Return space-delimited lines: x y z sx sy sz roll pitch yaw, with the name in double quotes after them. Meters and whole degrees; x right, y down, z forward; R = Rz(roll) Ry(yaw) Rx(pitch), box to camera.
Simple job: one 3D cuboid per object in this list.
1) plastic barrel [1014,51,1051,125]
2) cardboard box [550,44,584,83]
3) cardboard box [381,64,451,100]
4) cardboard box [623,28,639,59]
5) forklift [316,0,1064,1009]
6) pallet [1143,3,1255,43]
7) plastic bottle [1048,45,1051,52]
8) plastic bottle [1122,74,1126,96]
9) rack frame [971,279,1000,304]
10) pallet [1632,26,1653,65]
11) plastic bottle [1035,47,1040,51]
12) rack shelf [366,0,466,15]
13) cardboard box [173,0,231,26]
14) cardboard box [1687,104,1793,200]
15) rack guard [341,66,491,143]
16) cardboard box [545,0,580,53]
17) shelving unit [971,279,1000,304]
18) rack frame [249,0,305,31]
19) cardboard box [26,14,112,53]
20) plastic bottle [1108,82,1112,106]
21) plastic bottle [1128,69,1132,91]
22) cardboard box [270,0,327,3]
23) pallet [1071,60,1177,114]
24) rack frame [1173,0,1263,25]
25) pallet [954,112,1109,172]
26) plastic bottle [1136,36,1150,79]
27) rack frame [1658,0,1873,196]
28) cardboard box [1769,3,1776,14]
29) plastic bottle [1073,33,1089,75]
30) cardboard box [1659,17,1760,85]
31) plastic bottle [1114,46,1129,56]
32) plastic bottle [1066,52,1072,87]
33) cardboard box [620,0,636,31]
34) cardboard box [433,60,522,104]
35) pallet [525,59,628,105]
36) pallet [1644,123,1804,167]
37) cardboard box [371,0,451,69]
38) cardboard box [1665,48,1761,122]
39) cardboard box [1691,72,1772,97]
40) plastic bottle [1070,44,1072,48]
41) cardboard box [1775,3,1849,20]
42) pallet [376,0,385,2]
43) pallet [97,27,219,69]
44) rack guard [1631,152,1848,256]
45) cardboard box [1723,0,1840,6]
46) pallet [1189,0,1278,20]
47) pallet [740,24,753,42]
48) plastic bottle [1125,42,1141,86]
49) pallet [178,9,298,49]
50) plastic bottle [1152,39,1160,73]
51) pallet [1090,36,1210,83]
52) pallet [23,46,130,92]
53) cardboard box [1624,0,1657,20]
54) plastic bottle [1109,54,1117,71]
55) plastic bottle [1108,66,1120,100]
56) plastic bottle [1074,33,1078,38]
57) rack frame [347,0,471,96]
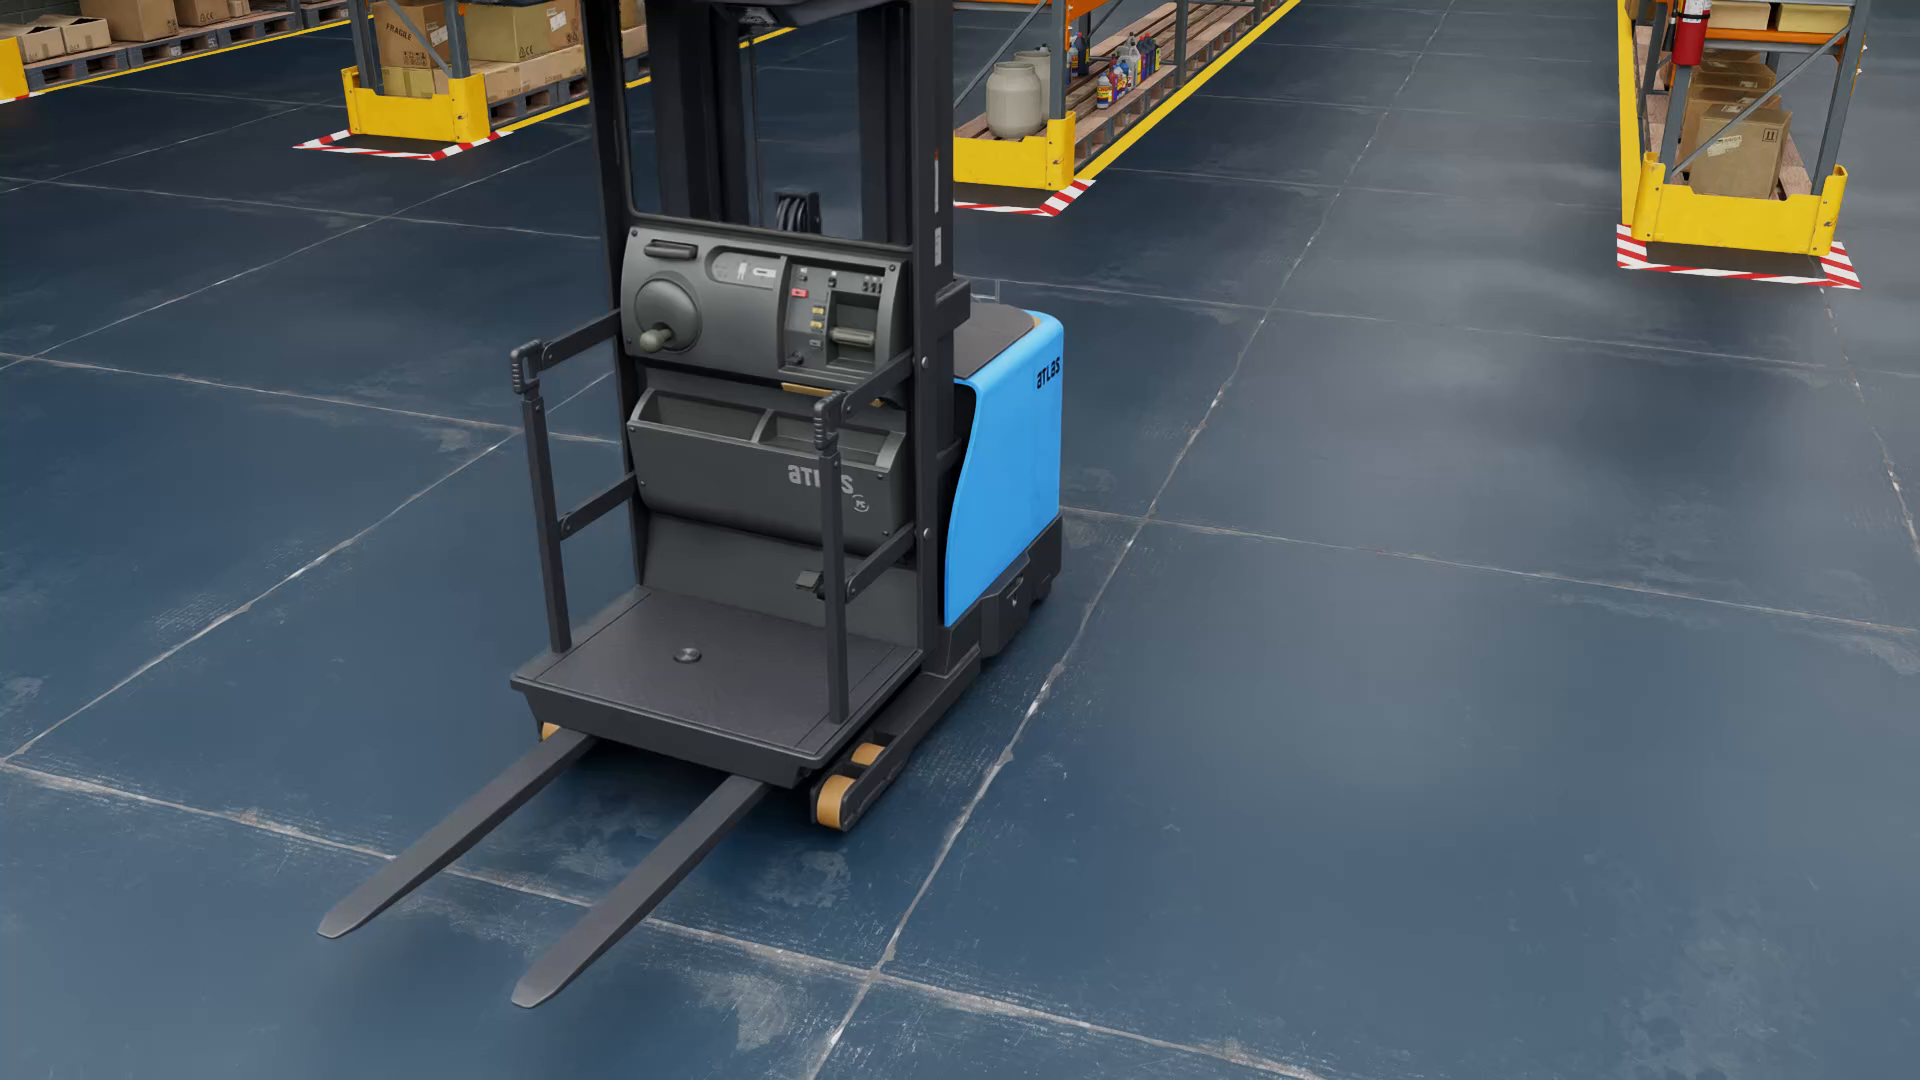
0.573 -3.523 12.958 0.421 0.512 0.421 0 26 0 "plastic barrel"
-3.693 -4.238 14.733 0.500 0.250 0.500 9 27 17 "cardboard box"
-4.511 -3.901 14.039 0.500 0.250 0.500 9 27 17 "cardboard box"
-3.356 -4.648 15.581 0.500 0.250 0.500 9 27 17 "cardboard box"
-0.690 -0.667 4.765 1.130 2.935 3.031 11 28 22 "forklift"
2.627 -5.686 18.252 1.003 0.211 1.213 9 27 17 "pallet"
0.773 -4.175 14.543 0.061 0.283 0.133 10 28 20 "plastic bottle"
1.337 -3.828 13.920 0.097 0.201 0.097 0 26 0 "plastic bottle"
0.058 -0.545 6.670 0.200 1.050 0.008 9 27 17 "rack frame"
7.331 -4.960 16.752 1.003 0.211 1.213 9 27 17 "pallet"
0.664 -4.016 14.137 0.144 0.351 0.185 10 28 20 "plastic bottle"
-3.745 -5.185 14.842 1.077 0.370 4.000 9 27 17 "rack shelf"
-8.060 -5.688 17.419 0.500 0.500 0.500 7 27 14 "cardboard box"
5.154 -2.567 10.995 0.500 0.500 0.500 14 29 27 "cardboard box"
-4.419 -3.552 13.512 1.175 0.500 0.348 9 27 17 "rack guard"
-3.703 -4.577 14.573 0.500 0.500 0.500 9 27 17 "cardboard box"
0.018 -0.495 6.567 0.215 1.050 0.252 9 27 17 "shelving unit"
-7.752 -7.047 17.863 1.000 3.000 0.127 9 27 17 "rack frame"
-8.578 -4.897 16.002 0.500 0.311 0.500 11 28 22 "cardboard box"
1.191 -3.648 13.548 0.097 0.201 0.097 0 26 0 "plastic bottle"
1.405 -3.912 14.094 0.097 0.201 0.097 0 26 0 "plastic bottle"
-7.523 -6.425 18.941 0.700 0.500 0.500 10 27 19 "cardboard box"
1.328 -4.085 14.946 1.003 0.211 1.213 9 27 17 "pallet"
2.921 -7.254 18.291 1.000 3.000 0.127 9 27 17 "rack frame"
0.516 -3.083 12.875 1.003 0.211 1.213 9 27 17 "pallet"
1.584 -4.231 14.581 0.144 0.351 0.185 7 27 15 "plastic bottle"
4.930 -3.248 10.017 1.000 3.000 0.127 9 27 17 "rack frame"
5.512 -3.524 10.875 0.380 0.149 0.250 9 27 17 "cardboard box"
1.066 -4.324 14.773 0.144 0.351 0.185 9 27 17 "plastic bottle"
6.486 -4.214 14.376 0.700 0.500 0.500 7 27 13 "cardboard box"
1.436 -4.208 14.620 0.152 0.276 0.135 9 27 17 "plastic bottle"
0.874 -4.048 14.288 0.152 0.276 0.135 9 27 17 "plastic bottle"
-3.368 -4.987 15.421 0.500 0.500 0.500 9 27 17 "cardboard box"
-4.022 -3.826 13.884 0.500 0.250 0.500 9 27 17 "cardboard box"
-3.788 -4.252 15.289 1.003 0.211 1.213 9 27 17 "pallet"
5.667 -2.853 12.400 1.003 0.211 1.213 9 27 17 "pallet"
-4.513 -4.239 13.876 0.500 0.500 0.500 9 27 17 "cardboard box"
5.907 -3.561 13.049 0.500 0.500 0.500 19 32 34 "cardboard box"
5.546 -3.072 12.039 0.500 0.500 0.500 11 28 22 "cardboard box"
0.930 -4.345 14.816 0.144 0.351 0.185 10 27 19 "plastic bottle"
5.351 -3.318 10.449 0.380 0.149 0.250 9 27 17 "cardboard box"
-7.090 -6.615 20.171 1.003 0.211 1.213 9 27 17 "pallet"
-8.347 -5.008 16.851 1.003 0.211 1.213 9 27 17 "pallet"
4.955 -2.155 10.626 1.175 0.500 0.348 9 27 17 "rack guard"
5.139 -3.649 10.389 0.875 0.500 0.500 9 27 17 "cardboard box"
3.144 -6.329 19.580 1.003 0.211 1.213 9 27 17 "pallet"
-2.871 -5.384 17.627 1.003 0.211 1.213 9 27 17 "pallet"
1.477 -4.098 14.307 0.144 0.351 0.185 9 27 17 "plastic bottle"
-7.942 -5.511 17.890 1.003 0.211 1.213 9 27 17 "pallet"
1.741 -4.340 14.885 0.061 0.283 0.133 10 28 20 "plastic bottle"
1.815 -4.684 16.181 1.003 0.211 1.213 9 27 17 "pallet"
-8.754 -4.508 15.819 1.003 0.211 1.213 9 27 17 "pallet"
7.841 -6.049 17.758 1.225 0.875 0.875 7 27 15 "cardboard box"
1.318 -4.017 14.216 0.061 0.283 0.133 9 27 17 "plastic bottle"
1.271 -3.777 13.736 0.097 0.271 0.097 0 26 0 "plastic bottle"
1.071 -4.513 15.255 0.097 0.271 0.097 0 26 0 "plastic bottle"
-4.411 -4.687 12.987 1.000 3.000 0.127 9 27 17 "rack frame"
